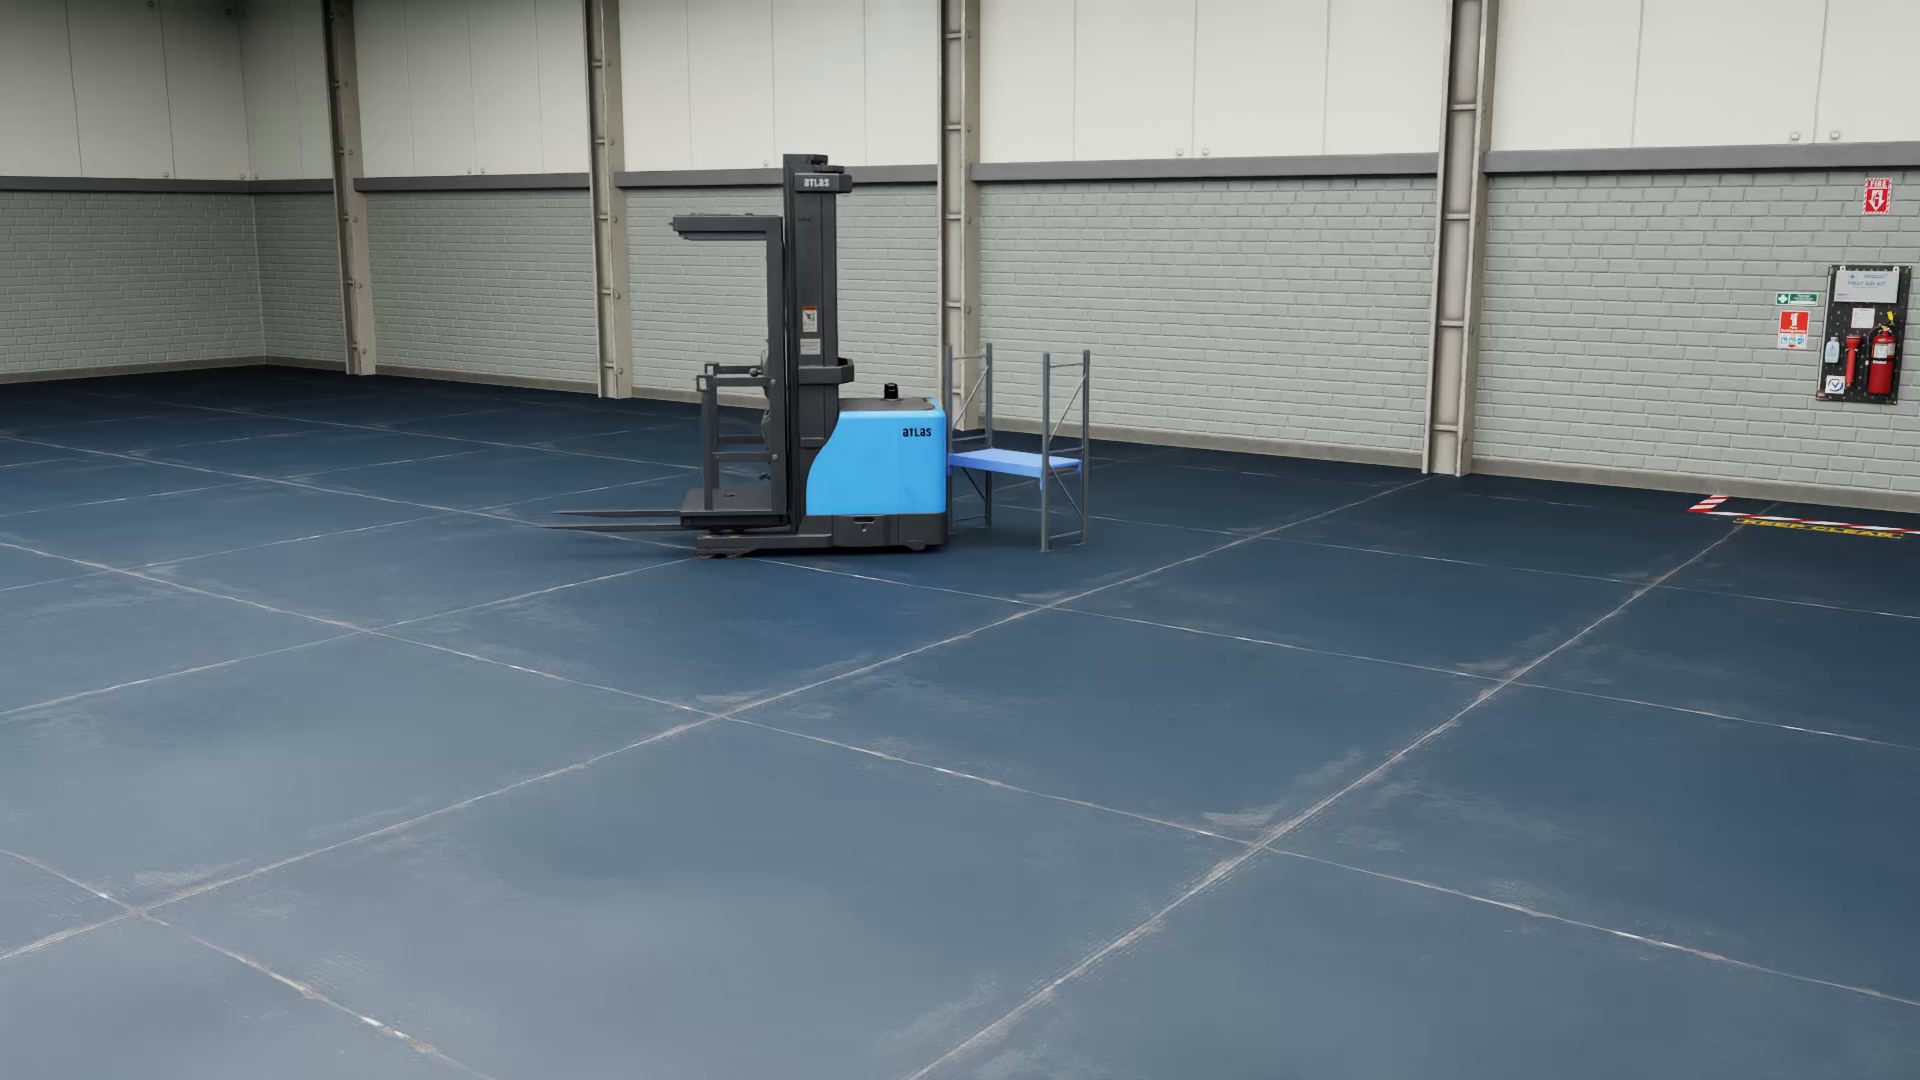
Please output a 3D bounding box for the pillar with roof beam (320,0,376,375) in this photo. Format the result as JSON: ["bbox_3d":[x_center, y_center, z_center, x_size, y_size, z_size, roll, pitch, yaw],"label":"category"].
[{"bbox_3d":[-12.236,-6.449,22.674,0.400,9.000,9.100,8,13,36],"label":"pillar with roof beam"}]

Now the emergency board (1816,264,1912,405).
[{"bbox_3d":[7.687,-1.748,14.169,0.643,1.169,0.194,8,13,36],"label":"emergency board"}]

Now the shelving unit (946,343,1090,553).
[{"bbox_3d":[0.436,-0.740,12.904,1.048,1.500,0.538,11,15,44],"label":"shelving unit"}]

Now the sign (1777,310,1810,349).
[{"bbox_3d":[7.303,-1.844,14.569,0.234,0.329,0.001,8,13,36],"label":"sign"}]

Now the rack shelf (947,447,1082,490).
[{"bbox_3d":[0.436,-0.563,12.938,1.000,0.185,0.538,11,15,44],"label":"rack shelf"}]

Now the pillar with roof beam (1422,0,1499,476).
[{"bbox_3d":[2.272,-4.426,12.213,0.400,9.000,9.100,8,13,36],"label":"pillar with roof beam"}]

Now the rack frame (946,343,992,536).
[{"bbox_3d":[0.073,-0.807,13.254,0.032,1.500,0.500,11,15,44],"label":"rack frame"}]

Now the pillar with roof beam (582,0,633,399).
[{"bbox_3d":[-7.400,-5.775,19.187,0.400,9.000,9.100,8,13,36],"label":"pillar with roof beam"}]

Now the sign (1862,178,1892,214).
[{"bbox_3d":[7.740,-2.903,14.033,0.199,0.298,0.001,8,13,36],"label":"sign"}]

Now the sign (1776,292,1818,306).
[{"bbox_3d":[7.301,-2.102,14.509,0.331,0.109,0.001,8,13,36],"label":"sign"}]

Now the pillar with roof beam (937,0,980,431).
[{"bbox_3d":[-2.564,-5.100,15.700,0.400,9.000,9.100,8,13,36],"label":"pillar with roof beam"}]

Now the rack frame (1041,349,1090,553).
[{"bbox_3d":[0.798,-0.672,12.554,0.032,1.500,0.500,11,15,44],"label":"rack frame"}]

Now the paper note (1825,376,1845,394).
[{"bbox_3d":[7.585,-1.346,14.411,0.142,0.148,0.016,8,13,36],"label":"paper note"}]

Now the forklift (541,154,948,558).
[{"bbox_3d":[-1.639,-1.408,12.592,3.031,2.935,1.130,-1,11,-5],"label":"forklift"}]
